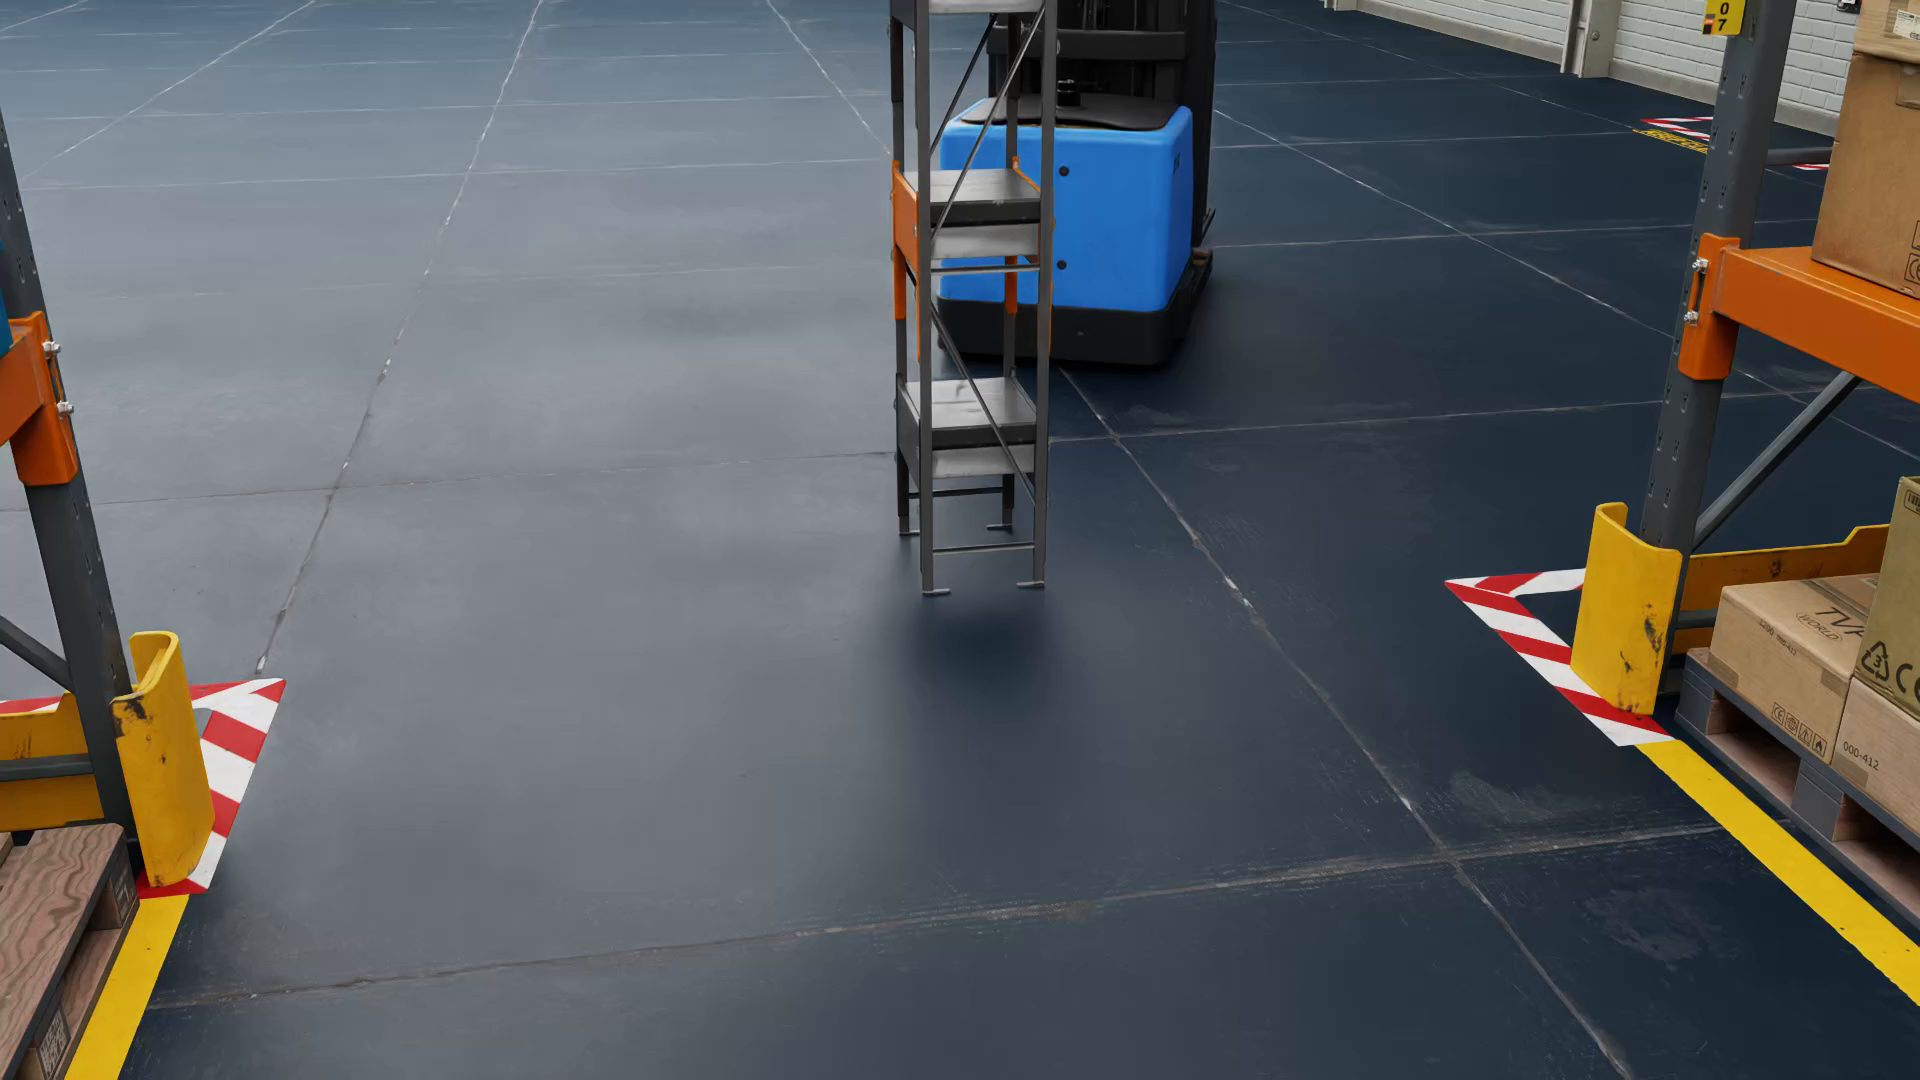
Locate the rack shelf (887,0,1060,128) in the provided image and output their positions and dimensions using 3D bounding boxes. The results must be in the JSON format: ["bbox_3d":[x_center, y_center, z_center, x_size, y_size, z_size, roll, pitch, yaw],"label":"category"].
[{"bbox_3d":[0.031,-1.526,4.906,0.431,0.518,0.480,-4,24,-10],"label":"rack shelf"}]

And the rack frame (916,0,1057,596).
[{"bbox_3d":[0.076,-0.801,4.961,0.400,2.100,0.015,-4,24,-10],"label":"rack frame"}]

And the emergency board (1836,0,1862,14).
[{"bbox_3d":[6.712,-4.474,12.247,0.194,1.169,0.643,-4,24,-10],"label":"emergency board"}]

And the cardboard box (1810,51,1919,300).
[{"bbox_3d":[2.468,-0.844,3.810,0.700,0.500,0.500,-4,24,-10],"label":"cardboard box"}]

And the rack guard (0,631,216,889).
[{"bbox_3d":[-2.415,0.554,3.856,1.175,0.500,0.348,-4,24,-10],"label":"rack guard"}]

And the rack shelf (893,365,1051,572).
[{"bbox_3d":[0.031,-0.243,5.466,0.431,0.518,0.480,-4,24,-10],"label":"rack shelf"}]

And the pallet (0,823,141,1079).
[{"bbox_3d":[-2.270,1.007,3.182,1.003,0.211,1.213,-4,24,-10],"label":"pallet"}]

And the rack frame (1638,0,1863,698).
[{"bbox_3d":[2.394,-0.983,4.253,1.000,3.000,0.127,-4,24,-10],"label":"rack frame"}]

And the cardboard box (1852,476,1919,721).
[{"bbox_3d":[2.369,0.165,3.598,0.500,0.500,0.500,-4,24,-10],"label":"cardboard box"}]

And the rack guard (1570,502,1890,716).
[{"bbox_3d":[2.389,0.153,4.775,1.175,0.500,0.348,-4,24,-10],"label":"rack guard"}]

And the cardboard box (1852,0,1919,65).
[{"bbox_3d":[2.255,-1.156,3.713,0.380,0.149,0.250,-4,24,-10],"label":"cardboard box"}]

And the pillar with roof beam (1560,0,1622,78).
[{"bbox_3d":[1.791,-8.290,13.489,9.100,9.000,0.400,-4,24,-10],"label":"pillar with roof beam"}]

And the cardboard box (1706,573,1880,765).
[{"bbox_3d":[2.274,0.312,4.198,0.500,0.250,0.500,-4,24,-10],"label":"cardboard box"}]

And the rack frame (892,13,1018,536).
[{"bbox_3d":[-0.015,-0.993,5.400,0.400,2.100,0.015,-4,24,-10],"label":"rack frame"}]

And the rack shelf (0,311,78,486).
[{"bbox_3d":[-2.105,0.499,1.759,1.077,0.370,4.000,-4,24,-10],"label":"rack shelf"}]

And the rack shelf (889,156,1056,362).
[{"bbox_3d":[0.031,-0.885,5.186,0.431,0.518,0.480,-4,24,-10],"label":"rack shelf"}]

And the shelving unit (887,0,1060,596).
[{"bbox_3d":[0.031,-0.897,5.181,0.431,2.100,0.503,-4,24,-10],"label":"shelving unit"}]

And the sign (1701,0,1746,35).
[{"bbox_3d":[1.847,-1.377,3.975,0.100,0.325,0.005,-4,24,-10],"label":"sign"}]

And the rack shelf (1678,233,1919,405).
[{"bbox_3d":[2.764,0.134,2.595,1.077,0.370,4.000,-4,24,-10],"label":"rack shelf"}]

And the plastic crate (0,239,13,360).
[{"bbox_3d":[-2.088,-0.375,3.046,0.499,0.251,0.616,-4,24,-10],"label":"plastic crate"}]

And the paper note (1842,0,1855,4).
[{"bbox_3d":[6.747,-4.146,12.595,0.016,0.148,0.142,-4,24,-10],"label":"paper note"}]

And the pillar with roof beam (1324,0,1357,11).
[{"bbox_3d":[0.682,-10.650,18.892,9.100,9.000,0.400,-4,24,-10],"label":"pillar with roof beam"}]

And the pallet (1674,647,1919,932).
[{"bbox_3d":[2.576,0.593,4.129,1.003,0.211,1.213,-4,24,-10],"label":"pallet"}]

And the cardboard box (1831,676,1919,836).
[{"bbox_3d":[2.370,0.509,3.749,0.500,0.250,0.500,-4,24,-10],"label":"cardboard box"}]

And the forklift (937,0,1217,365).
[{"bbox_3d":[0.739,-2.677,8.218,1.130,2.935,3.031,5,24,12],"label":"forklift"}]

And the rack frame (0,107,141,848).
[{"bbox_3d":[-2.475,-0.618,3.417,1.000,3.000,0.127,-4,24,-10],"label":"rack frame"}]
